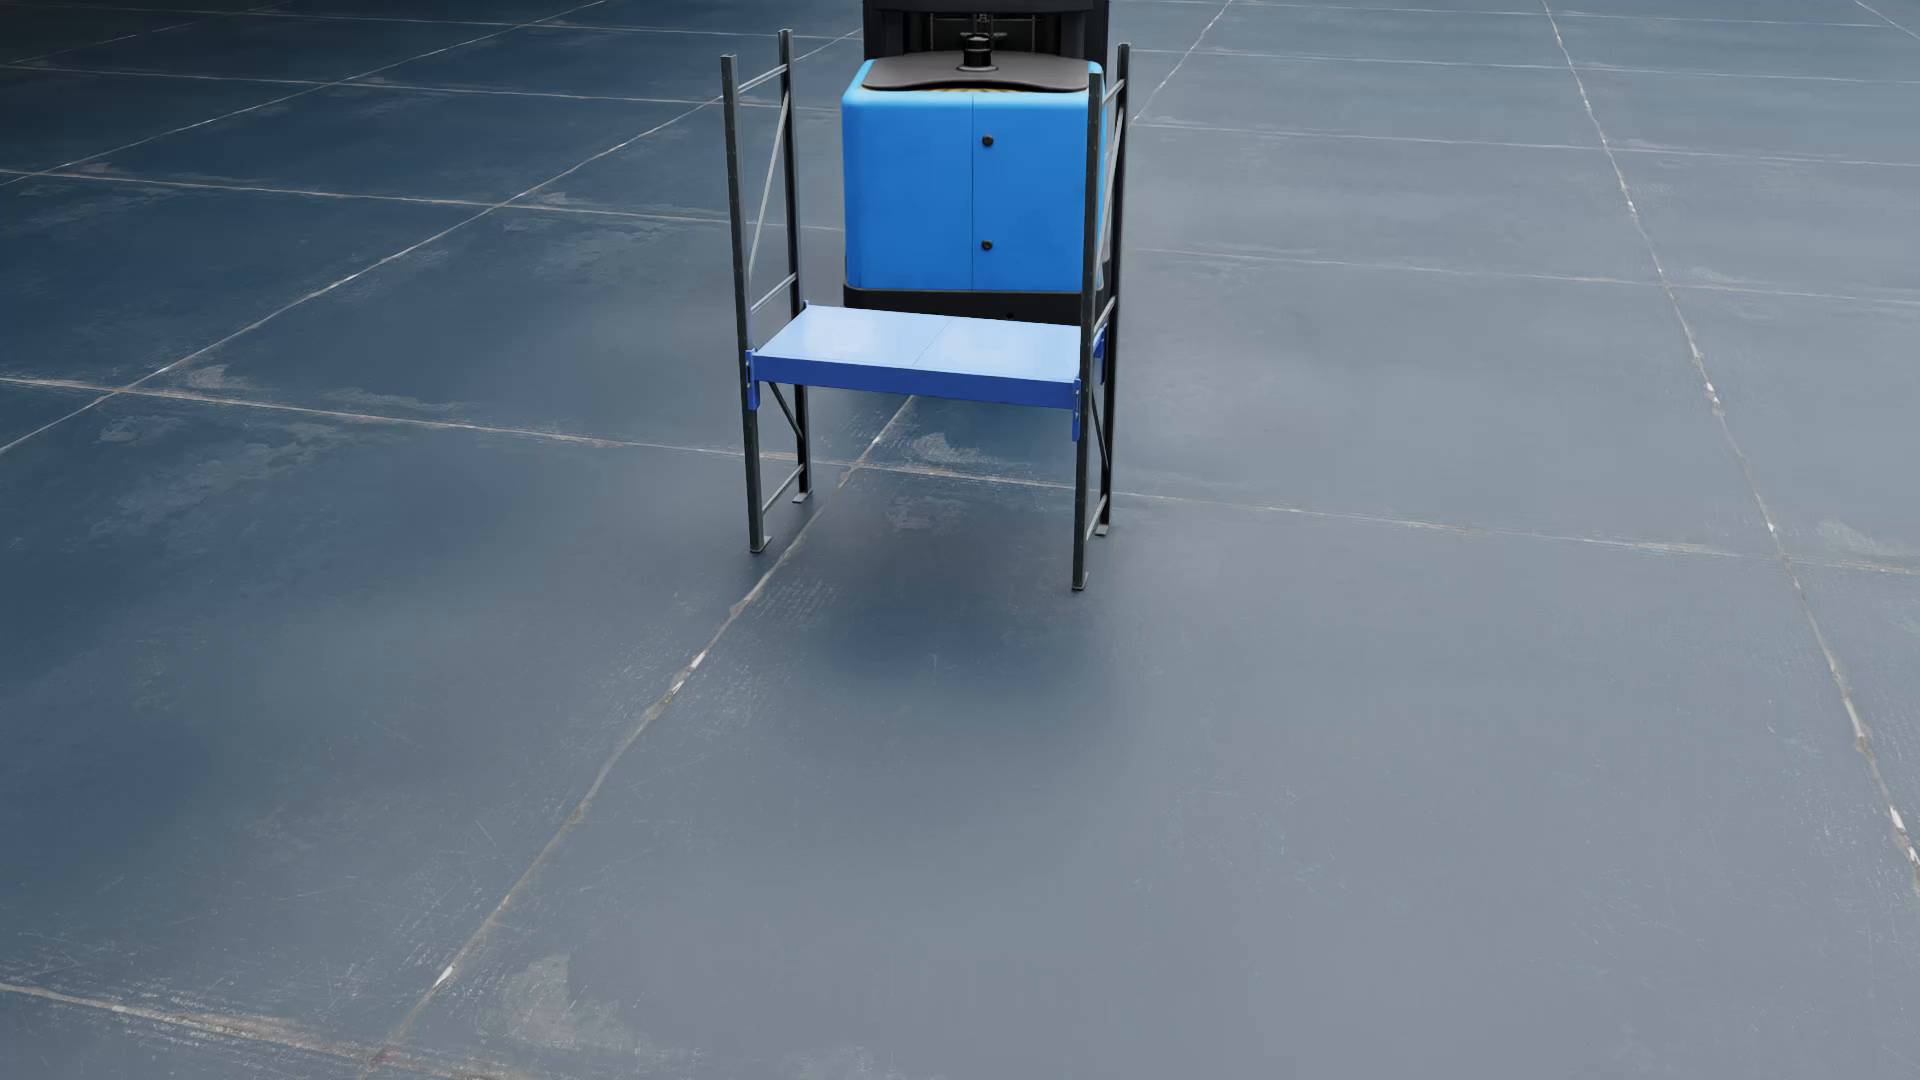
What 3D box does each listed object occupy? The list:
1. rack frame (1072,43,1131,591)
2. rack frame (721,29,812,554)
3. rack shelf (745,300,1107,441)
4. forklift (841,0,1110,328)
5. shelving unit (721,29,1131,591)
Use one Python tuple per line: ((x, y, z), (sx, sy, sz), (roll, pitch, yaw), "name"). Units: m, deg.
((0.410, -0.632, 4.832), (0.032, 1.500, 0.500), (6, 26, 13), "rack frame")
((-0.575, -0.741, 5.061), (0.032, 1.500, 0.500), (6, 26, 13), "rack frame")
((-0.083, -0.524, 5.024), (1.000, 0.185, 0.538), (6, 26, 13), "rack shelf")
((0.128, -2.679, 7.467), (1.130, 2.935, 3.031), (1, 25, 3), "forklift")
((-0.083, -0.686, 4.947), (1.048, 1.500, 0.538), (6, 26, 13), "shelving unit")
